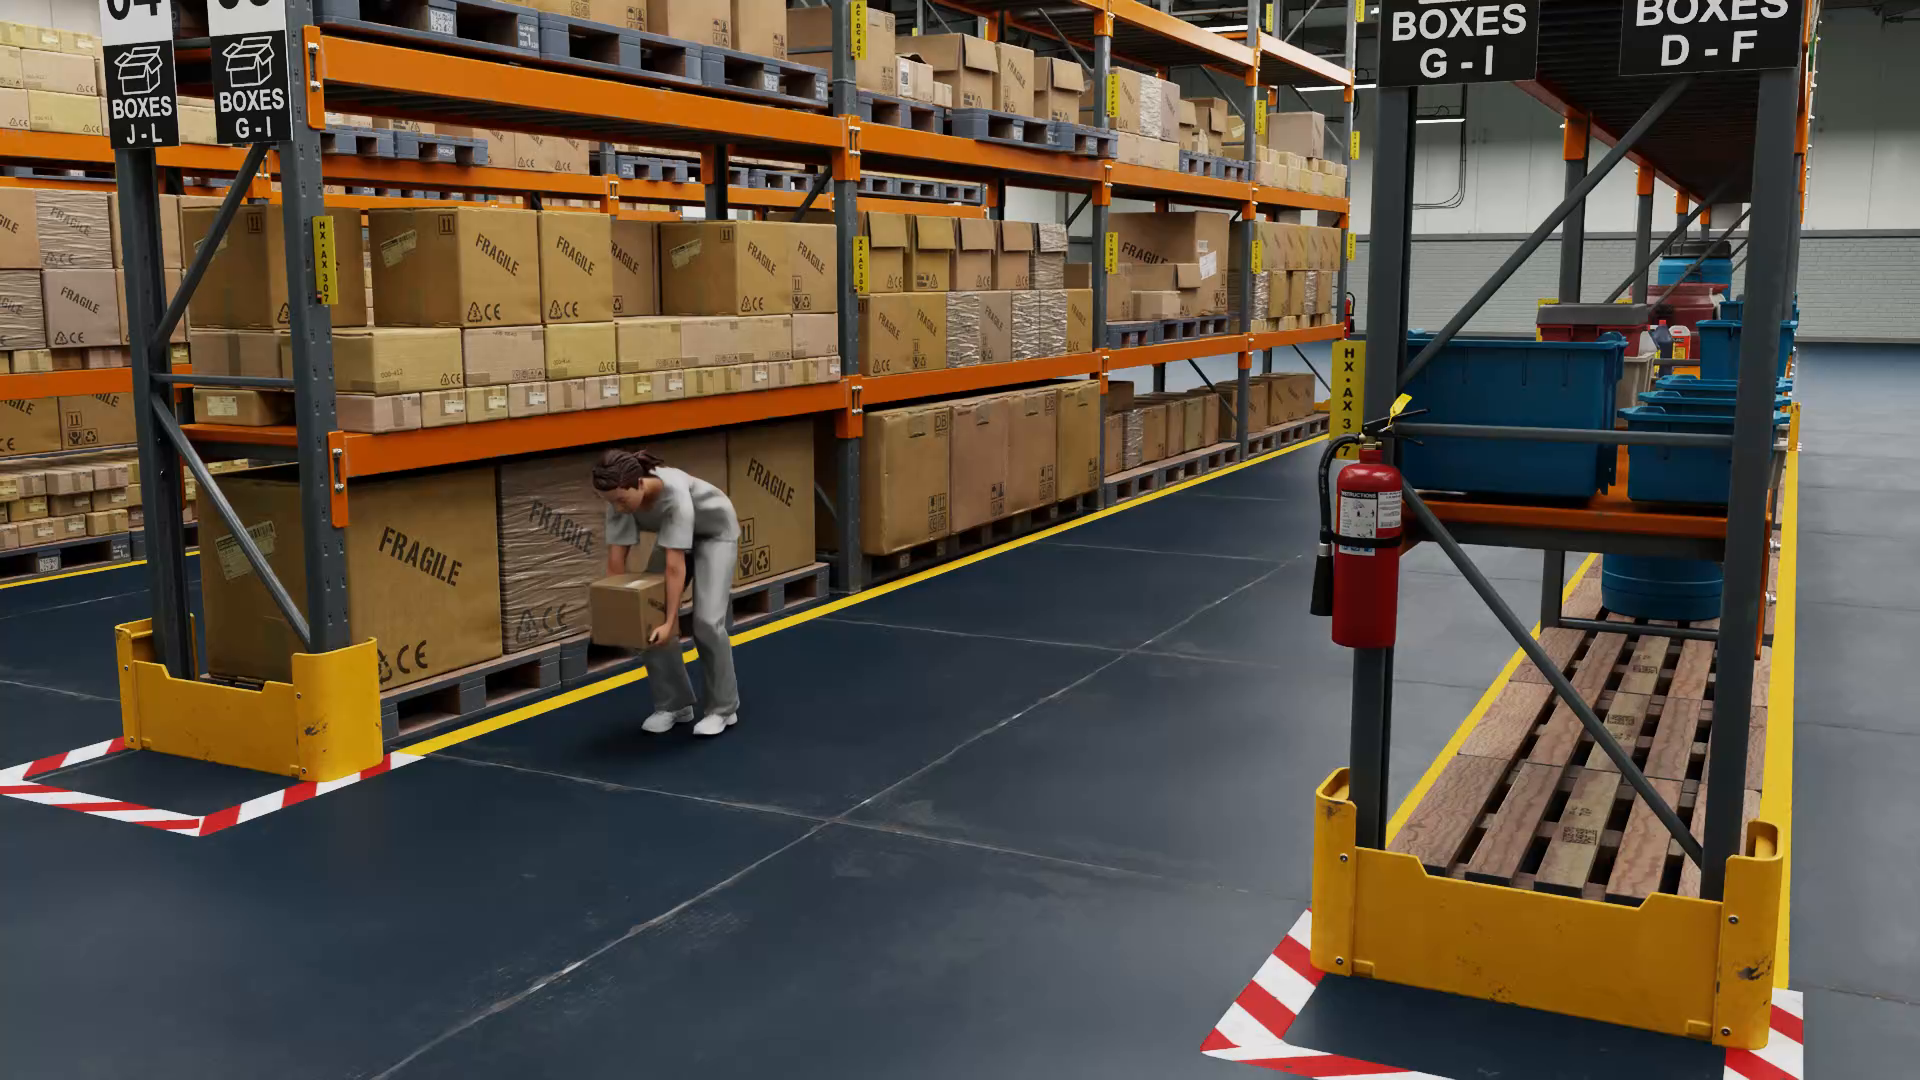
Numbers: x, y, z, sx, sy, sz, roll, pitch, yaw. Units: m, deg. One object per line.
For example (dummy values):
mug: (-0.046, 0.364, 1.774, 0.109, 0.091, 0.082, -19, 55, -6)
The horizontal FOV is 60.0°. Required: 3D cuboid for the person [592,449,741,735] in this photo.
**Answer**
person: (-1.221, 0.217, 6.888, 0.423, 1.246, 0.828, 4, 10, 24)
